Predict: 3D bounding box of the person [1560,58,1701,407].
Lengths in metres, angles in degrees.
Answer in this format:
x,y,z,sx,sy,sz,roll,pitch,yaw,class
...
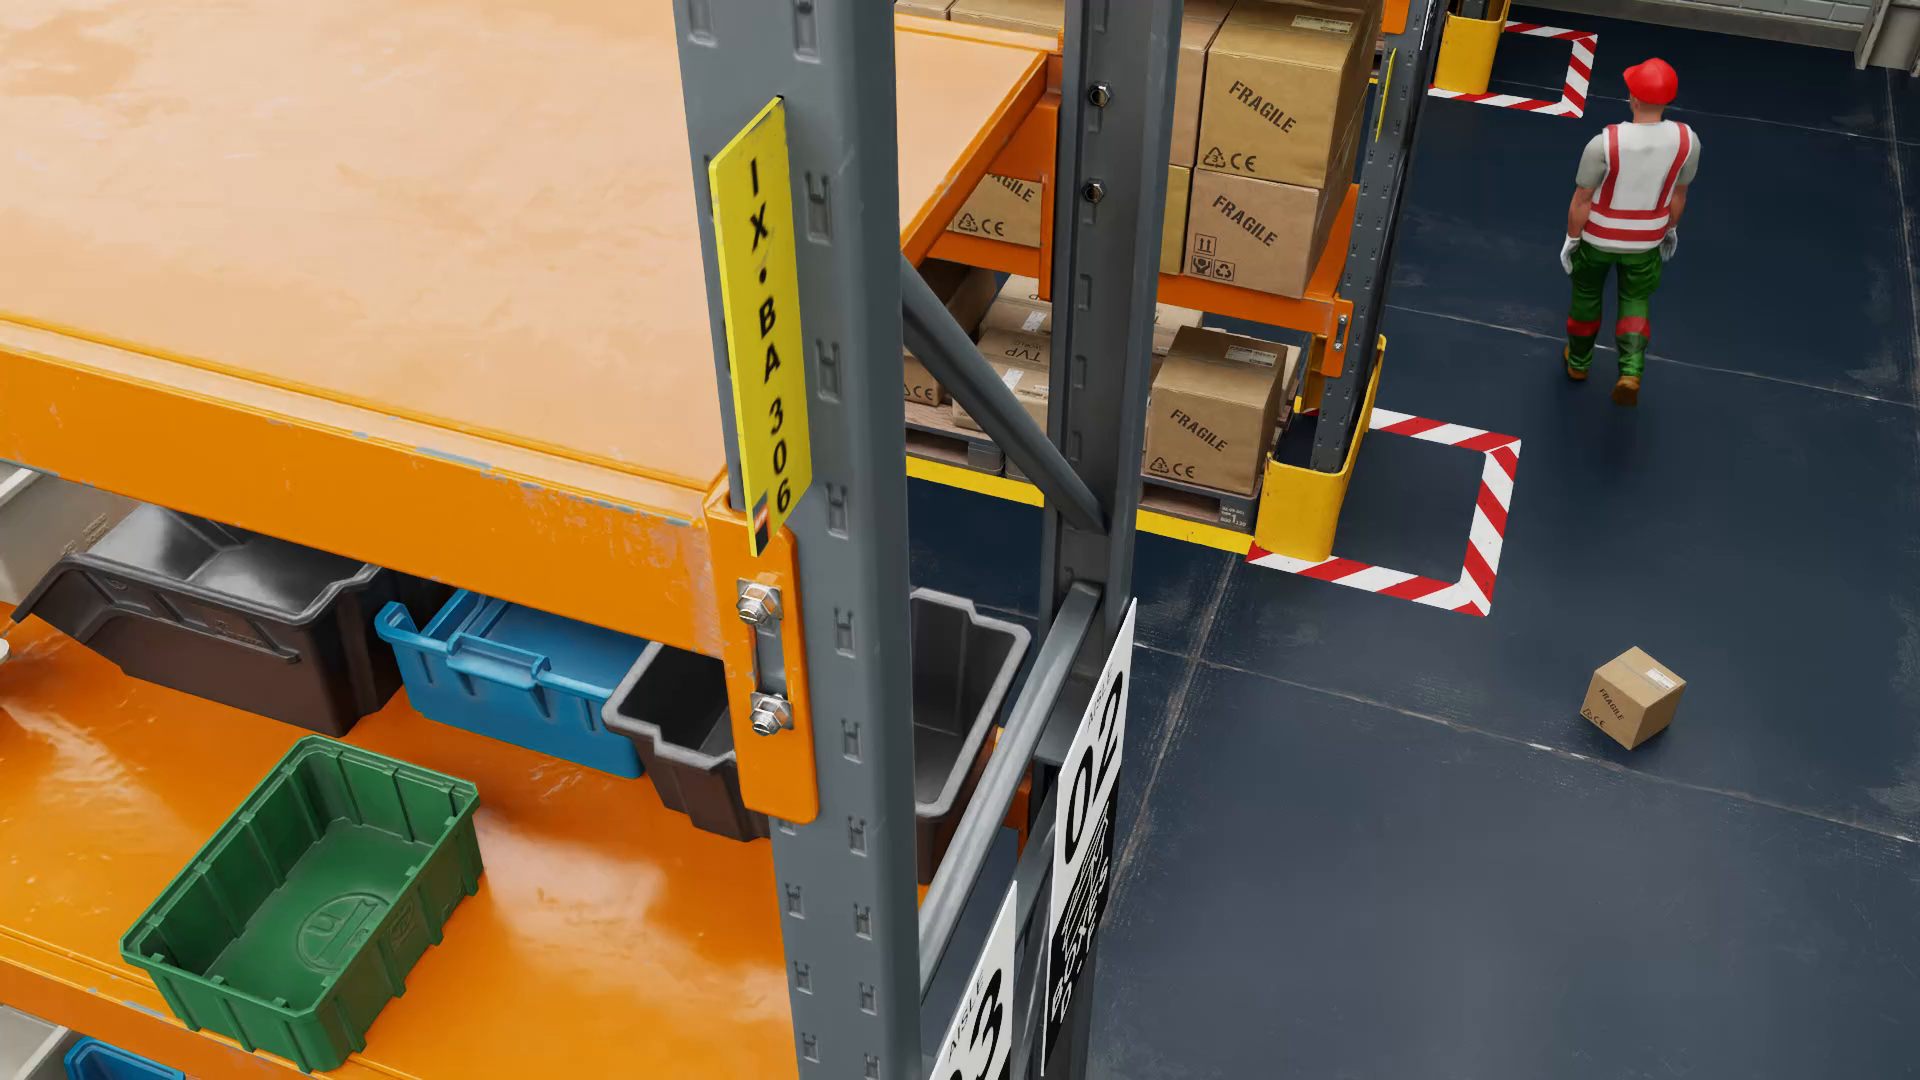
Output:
x,y,z,sx,sy,sz,roll,pitch,yaw,class
3.126,-1.431,7.870,0.569,1.762,0.764,7,42,7,person
